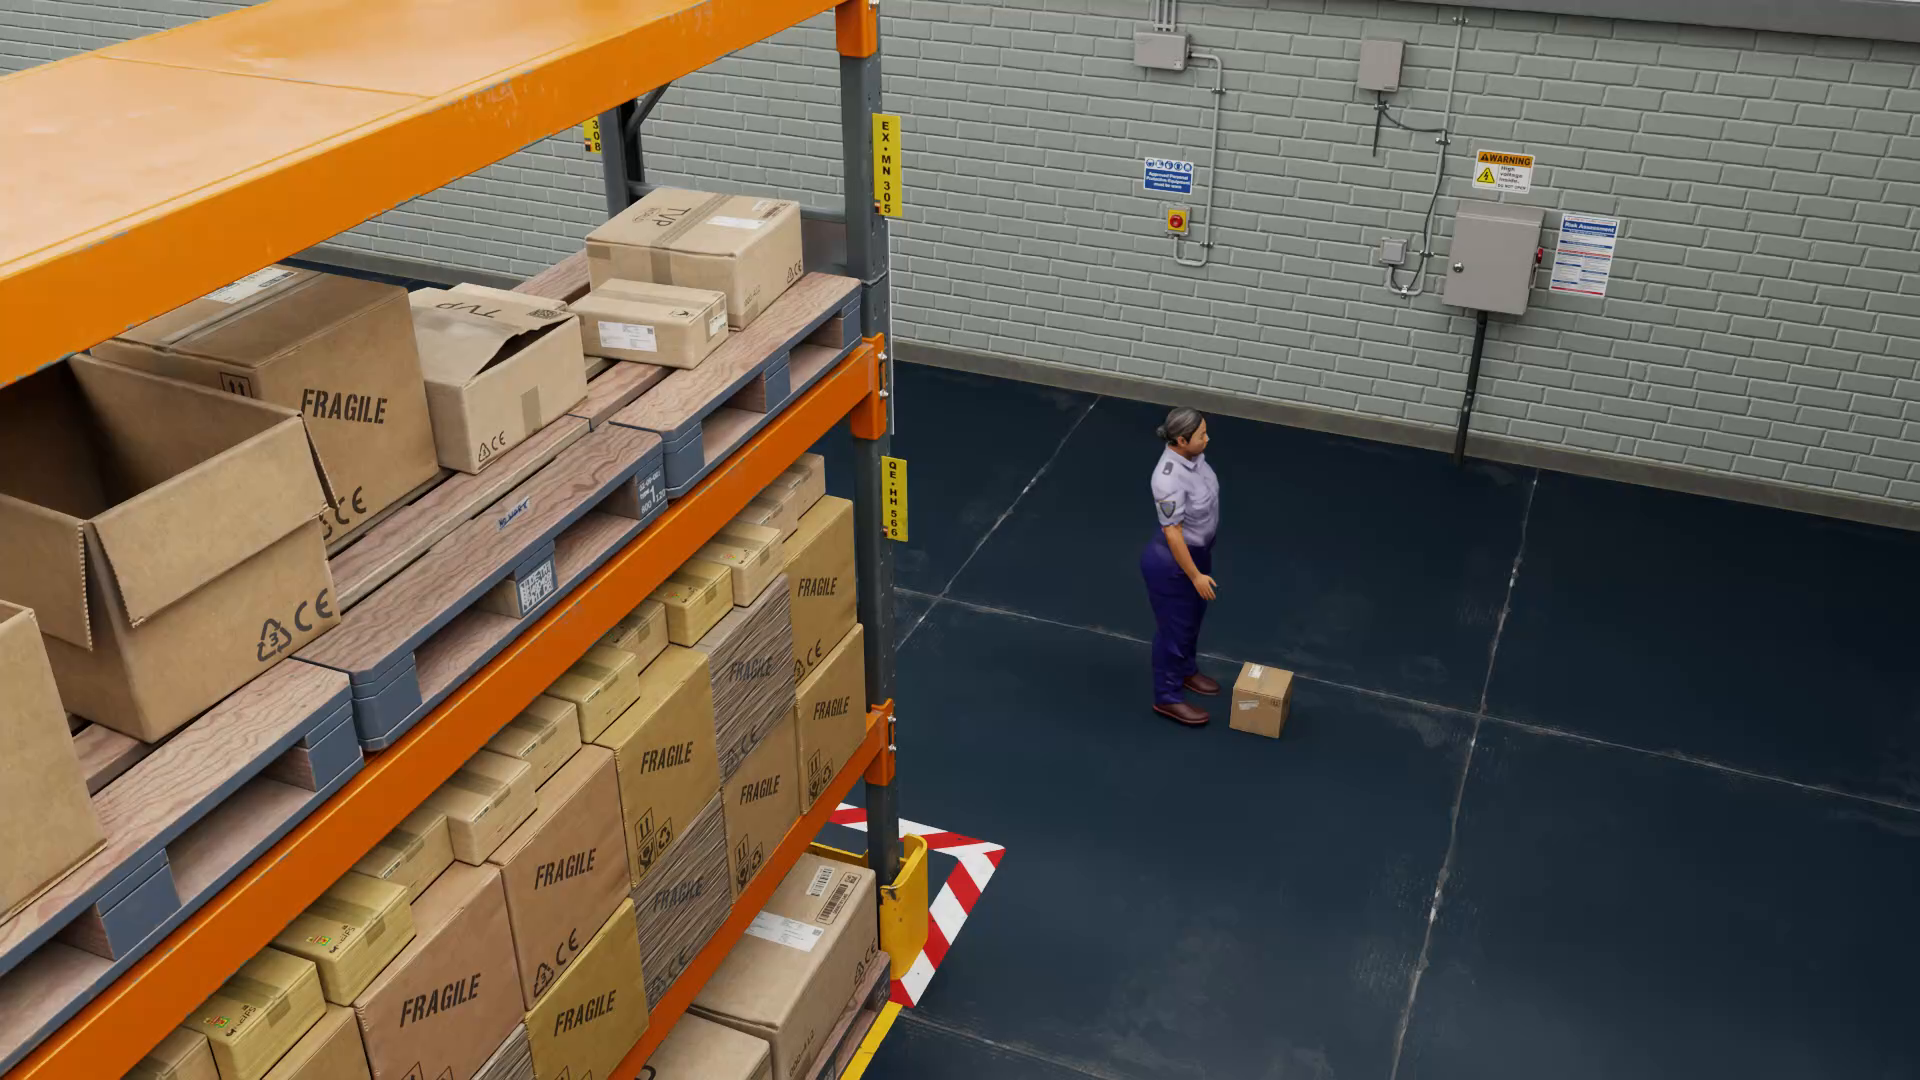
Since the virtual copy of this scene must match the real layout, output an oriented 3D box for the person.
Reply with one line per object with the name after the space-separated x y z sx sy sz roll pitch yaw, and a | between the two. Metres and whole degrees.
1.122 0.118 8.200 0.423 1.654 0.487 12 32 20 | person
